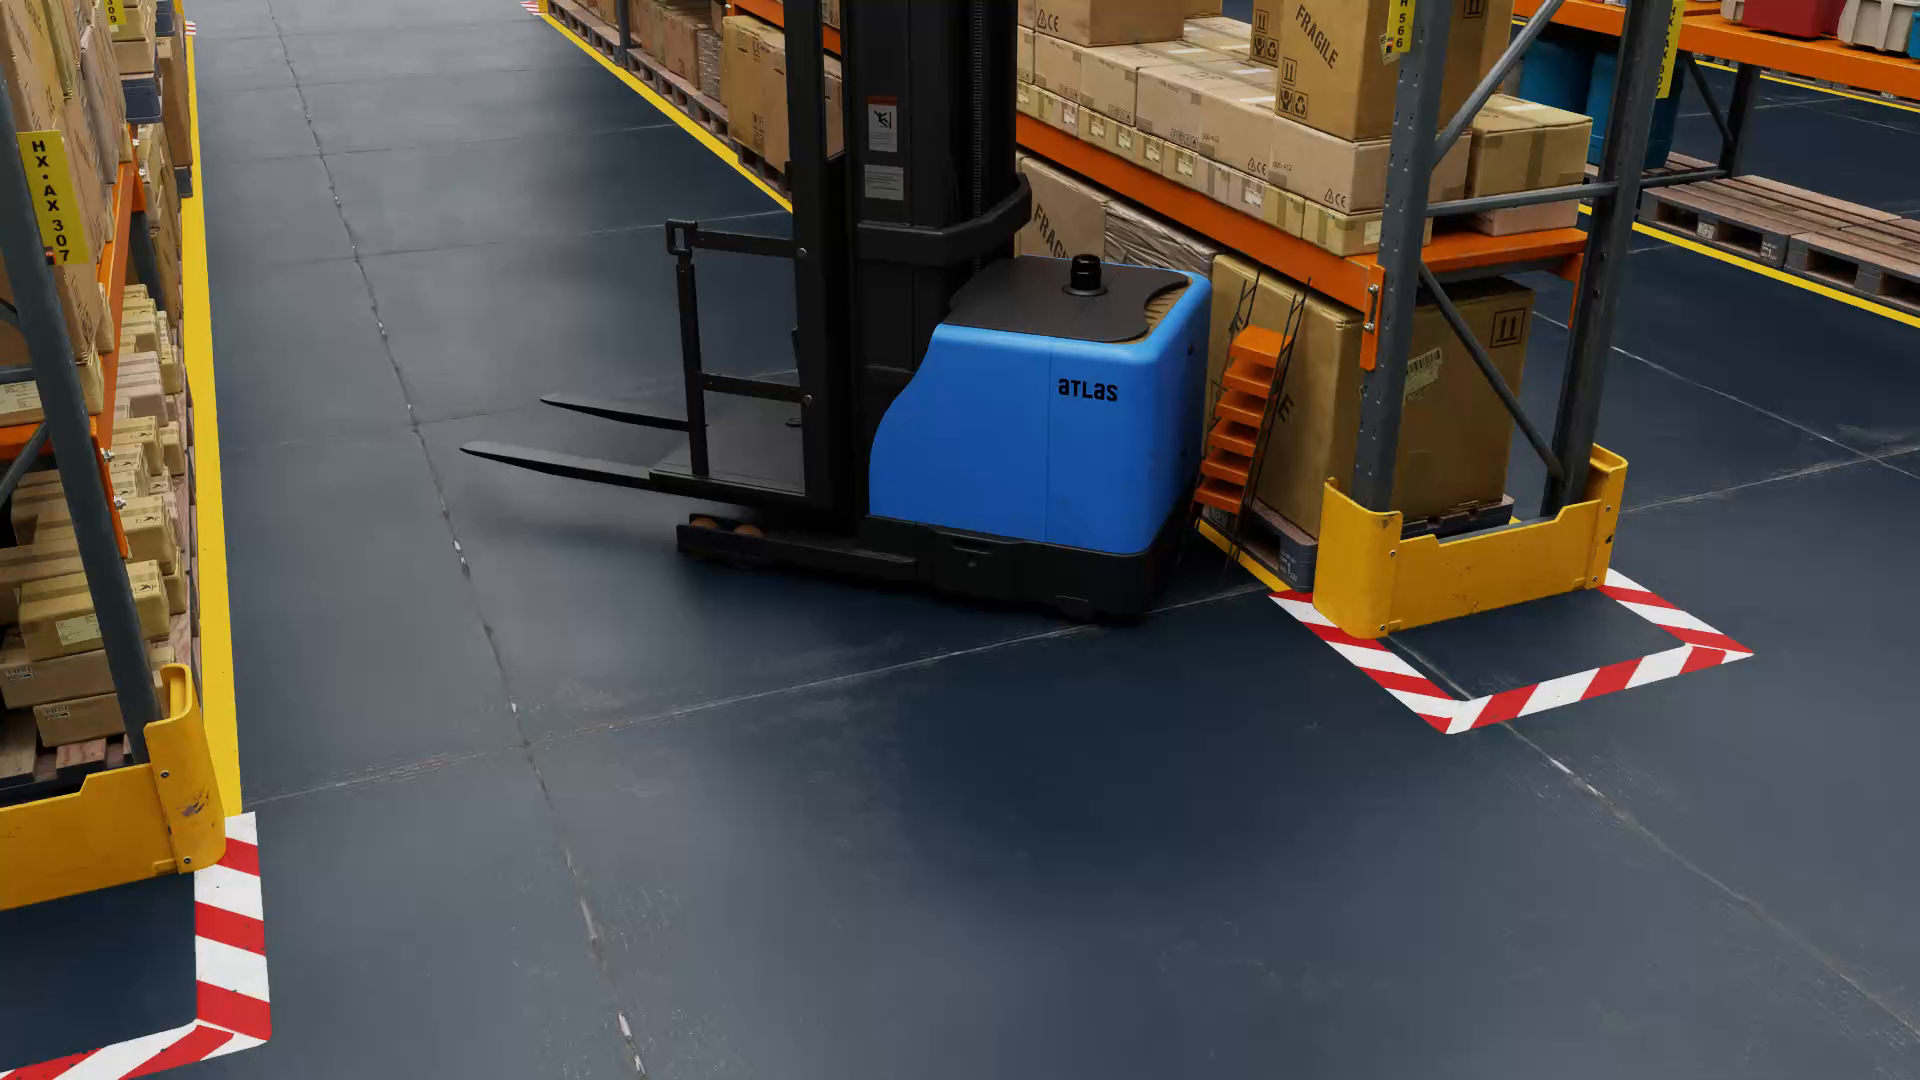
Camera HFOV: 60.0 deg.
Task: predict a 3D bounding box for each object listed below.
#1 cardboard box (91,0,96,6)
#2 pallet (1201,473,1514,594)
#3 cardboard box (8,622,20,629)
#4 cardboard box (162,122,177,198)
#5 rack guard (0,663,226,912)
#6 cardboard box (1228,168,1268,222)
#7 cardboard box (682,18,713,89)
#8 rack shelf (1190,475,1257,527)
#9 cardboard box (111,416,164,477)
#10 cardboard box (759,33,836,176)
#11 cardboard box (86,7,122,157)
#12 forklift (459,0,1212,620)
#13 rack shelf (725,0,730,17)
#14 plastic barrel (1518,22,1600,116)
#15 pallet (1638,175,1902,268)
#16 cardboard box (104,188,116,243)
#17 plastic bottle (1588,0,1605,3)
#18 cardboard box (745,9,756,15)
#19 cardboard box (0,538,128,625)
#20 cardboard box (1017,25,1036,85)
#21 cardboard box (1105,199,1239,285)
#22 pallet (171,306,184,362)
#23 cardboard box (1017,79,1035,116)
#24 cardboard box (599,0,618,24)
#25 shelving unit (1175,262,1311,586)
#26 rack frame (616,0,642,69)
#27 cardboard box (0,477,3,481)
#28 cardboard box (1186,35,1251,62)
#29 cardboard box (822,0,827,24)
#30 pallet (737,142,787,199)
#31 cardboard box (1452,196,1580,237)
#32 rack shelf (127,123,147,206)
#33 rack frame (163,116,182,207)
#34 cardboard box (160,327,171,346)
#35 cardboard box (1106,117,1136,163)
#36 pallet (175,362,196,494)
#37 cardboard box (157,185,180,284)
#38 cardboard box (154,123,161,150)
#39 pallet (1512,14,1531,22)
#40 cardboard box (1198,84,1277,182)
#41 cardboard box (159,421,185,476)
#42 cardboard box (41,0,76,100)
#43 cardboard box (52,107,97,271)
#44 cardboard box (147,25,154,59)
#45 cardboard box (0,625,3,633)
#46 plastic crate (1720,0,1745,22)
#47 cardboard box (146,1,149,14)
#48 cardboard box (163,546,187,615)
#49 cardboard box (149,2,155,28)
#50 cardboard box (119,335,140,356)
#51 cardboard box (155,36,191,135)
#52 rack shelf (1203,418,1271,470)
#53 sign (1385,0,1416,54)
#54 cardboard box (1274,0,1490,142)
[{"bbox_3d":[-3.839,-2.446,6.748,0.500,0.500,0.500,-12,28,-22],"label":"cardboard box"},{"bbox_3d":[1.513,-0.214,6.948,1.003,0.211,1.213,-11,28,-21],"label":"pallet"},{"bbox_3d":[-2.907,0.153,5.450,0.380,0.149,0.250,-10,28,-20],"label":"cardboard box"},{"bbox_3d":[-5.340,-2.421,10.659,0.500,0.500,0.500,-11,28,-21],"label":"cardboard box"},{"bbox_3d":[-2.735,0.746,4.652,1.175,0.500,0.348,-11,28,-21],"label":"rack guard"},{"bbox_3d":[1.255,-1.339,6.359,0.380,0.149,0.250,-11,28,-20],"label":"cardboard box"},{"bbox_3d":[-1.973,-4.178,14.236,0.700,0.500,0.500,-8,27,-16],"label":"cardboard box"},{"bbox_3d":[1.010,-0.171,6.354,0.180,0.103,0.258,19,31,17],"label":"rack shelf"},{"bbox_3d":[-3.131,-0.319,6.077,0.380,0.149,0.250,-10,28,-20],"label":"cardboard box"},{"bbox_3d":[-0.642,-2.978,11.373,1.225,0.875,0.875,-10,28,-20],"label":"cardboard box"},{"bbox_3d":[-3.620,-1.783,6.530,0.500,0.500,0.500,-11,28,-22],"label":"cardboard box"},{"bbox_3d":[-0.587,-1.412,6.302,3.031,2.935,1.130,9,27,18],"label":"forklift"},{"bbox_3d":[-2.018,-4.871,14.128,1.077,0.370,4.000,-11,28,-21],"label":"rack shelf"},{"bbox_3d":[4.414,-3.378,12.162,0.600,0.901,0.708,-11,28,-21],"label":"plastic barrel"},{"bbox_3d":[5.213,-2.080,10.770,1.003,0.211,1.213,-11,28,-21],"label":"pallet"},{"bbox_3d":[-3.266,-1.154,5.982,0.380,0.149,0.250,-10,28,-20],"label":"cardboard box"},{"bbox_3d":[4.305,-3.760,11.166,0.061,0.283,0.133,-11,28,-21],"label":"plastic bottle"},{"bbox_3d":[-1.525,-4.064,13.148,0.500,0.250,0.500,-9,28,-19],"label":"cardboard box"},{"bbox_3d":[-2.816,0.118,5.182,0.380,0.149,0.250,-10,28,-20],"label":"cardboard box"},{"bbox_3d":[0.465,-2.402,8.084,0.500,0.250,0.500,-11,28,-21],"label":"cardboard box"},{"bbox_3d":[1.218,-1.004,7.330,0.875,0.875,0.875,-11,28,-21],"label":"cardboard box"},{"bbox_3d":[-4.578,-1.022,8.603,1.003,0.211,1.213,-11,28,-21],"label":"pallet"},{"bbox_3d":[0.453,-2.165,8.051,0.380,0.149,0.250,-11,28,-22],"label":"cardboard box"},{"bbox_3d":[-3.468,-5.703,17.382,0.500,0.500,0.500,-13,29,-25],"label":"cardboard box"},{"bbox_3d":[1.050,-0.415,6.215,0.189,1.200,0.258,19,31,17],"label":"shelving unit"},{"bbox_3d":[-2.801,-6.002,15.624,1.000,3.000,0.127,-11,28,-21],"label":"rack frame"},{"bbox_3d":[-3.610,-0.225,5.885,0.380,0.149,0.250,-12,28,-22],"label":"cardboard box"},{"bbox_3d":[1.346,-2.086,7.436,0.500,0.250,0.500,-11,28,-22],"label":"cardboard box"},{"bbox_3d":[-0.693,-3.573,10.535,0.500,0.500,0.500,-10,28,-20],"label":"cardboard box"},{"bbox_3d":[-0.995,-2.803,12.250,1.003,0.211,1.213,-11,28,-21],"label":"pallet"},{"bbox_3d":[2.063,-1.245,6.167,0.380,0.149,0.250,-10,28,-20],"label":"cardboard box"},{"bbox_3d":[-5.055,-2.445,9.159,1.077,0.370,4.000,-11,28,-21],"label":"rack shelf"},{"bbox_3d":[-5.838,-3.576,10.655,1.000,3.000,0.127,-11,28,-21],"label":"rack frame"},{"bbox_3d":[-3.738,-0.823,7.448,0.380,0.149,0.250,-12,28,-23],"label":"cardboard box"},{"bbox_3d":[0.857,-1.749,7.200,0.380,0.149,0.250,-10,28,-20],"label":"cardboard box"},{"bbox_3d":[-3.976,-0.443,7.417,1.003,0.211,1.213,-11,28,-21],"label":"pallet"},{"bbox_3d":[-4.526,-1.584,8.945,0.500,0.500,0.500,-9,28,-18],"label":"cardboard box"},{"bbox_3d":[-4.937,-2.337,9.634,0.500,0.250,0.500,-10,28,-19],"label":"cardboard box"},{"bbox_3d":[6.640,-6.159,19.124,1.003,0.211,1.213,-11,28,-21],"label":"pallet"},{"bbox_3d":[1.266,-1.579,6.397,0.500,0.250,0.500,-11,28,-21],"label":"cardboard box"},{"bbox_3d":[-3.399,-0.351,6.821,0.380,0.149,0.250,-11,28,-21],"label":"cardboard box"},{"bbox_3d":[-3.023,-1.617,5.051,0.500,0.500,0.500,-11,28,-22],"label":"cardboard box"},{"bbox_3d":[-2.860,-0.965,4.855,0.500,0.500,0.500,-11,28,-20],"label":"cardboard box"},{"bbox_3d":[-4.117,-2.386,8.025,0.380,0.149,0.250,-10,28,-20],"label":"cardboard box"},{"bbox_3d":[-3.430,0.264,5.561,0.380,0.149,0.250,-10,28,-20],"label":"cardboard box"},{"bbox_3d":[4.940,-3.320,10.362,0.396,0.136,0.243,-11,28,-21],"label":"plastic crate"},{"bbox_3d":[-4.310,-2.722,8.375,0.380,0.149,0.250,-12,28,-23],"label":"cardboard box"},{"bbox_3d":[-2.896,0.167,5.760,0.380,0.149,0.250,-10,28,-20],"label":"cardboard box"},{"bbox_3d":[-4.519,-2.801,8.876,0.380,0.149,0.250,-11,28,-22],"label":"cardboard box"},{"bbox_3d":[-3.622,-0.723,6.905,0.380,0.149,0.250,-10,28,-19],"label":"cardboard box"},{"bbox_3d":[-6.339,-3.367,12.313,1.050,0.750,0.750,-10,28,-20],"label":"cardboard box"},{"bbox_3d":[1.043,-0.377,6.237,0.180,0.103,0.258,19,31,17],"label":"rack shelf"},{"bbox_3d":[1.393,-1.697,5.217,0.100,0.325,0.005,-11,28,-21],"label":"sign"},{"bbox_3d":[1.466,-1.712,5.816,0.500,0.500,0.500,-10,28,-20],"label":"cardboard box"}]
